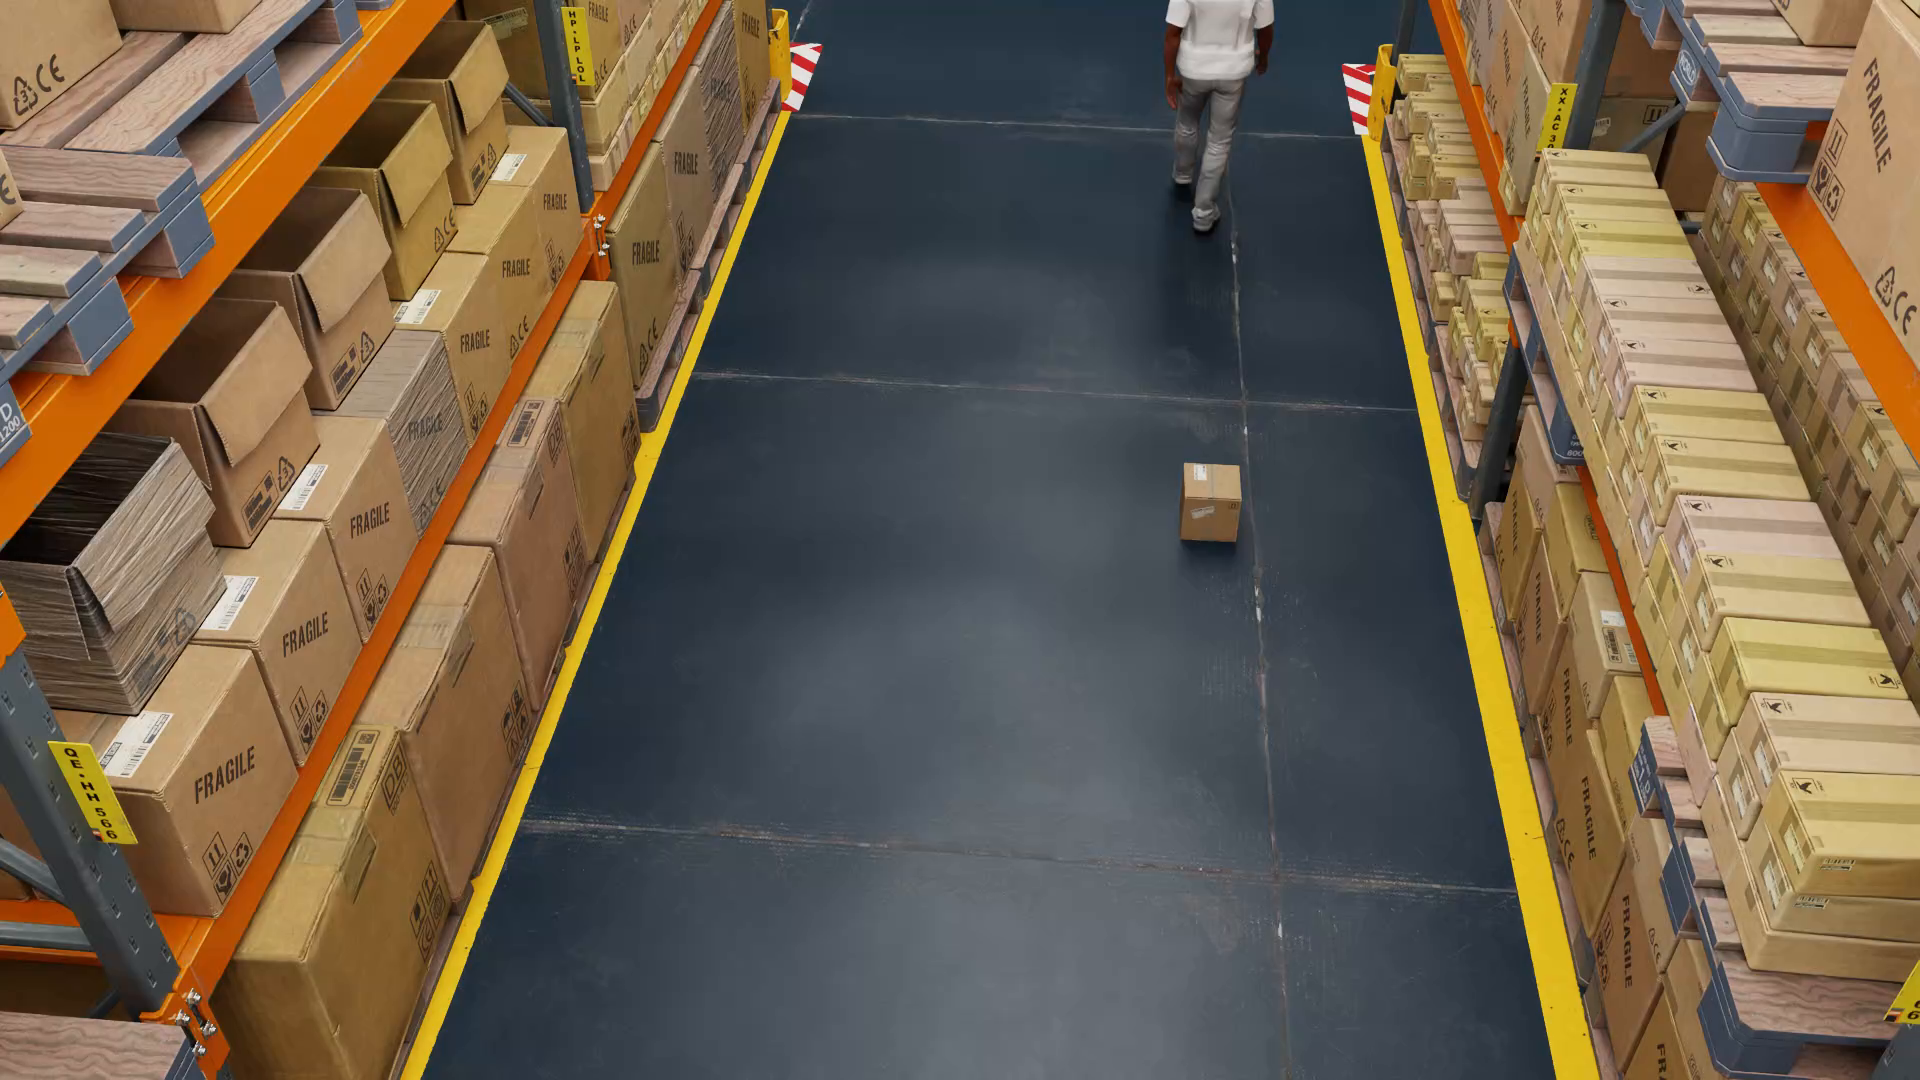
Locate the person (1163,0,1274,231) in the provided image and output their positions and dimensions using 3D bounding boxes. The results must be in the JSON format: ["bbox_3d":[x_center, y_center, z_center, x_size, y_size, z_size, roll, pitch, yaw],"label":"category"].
[{"bbox_3d":[1.441,-2.672,9.334,0.583,1.767,0.849,7,40,8],"label":"person"}]
